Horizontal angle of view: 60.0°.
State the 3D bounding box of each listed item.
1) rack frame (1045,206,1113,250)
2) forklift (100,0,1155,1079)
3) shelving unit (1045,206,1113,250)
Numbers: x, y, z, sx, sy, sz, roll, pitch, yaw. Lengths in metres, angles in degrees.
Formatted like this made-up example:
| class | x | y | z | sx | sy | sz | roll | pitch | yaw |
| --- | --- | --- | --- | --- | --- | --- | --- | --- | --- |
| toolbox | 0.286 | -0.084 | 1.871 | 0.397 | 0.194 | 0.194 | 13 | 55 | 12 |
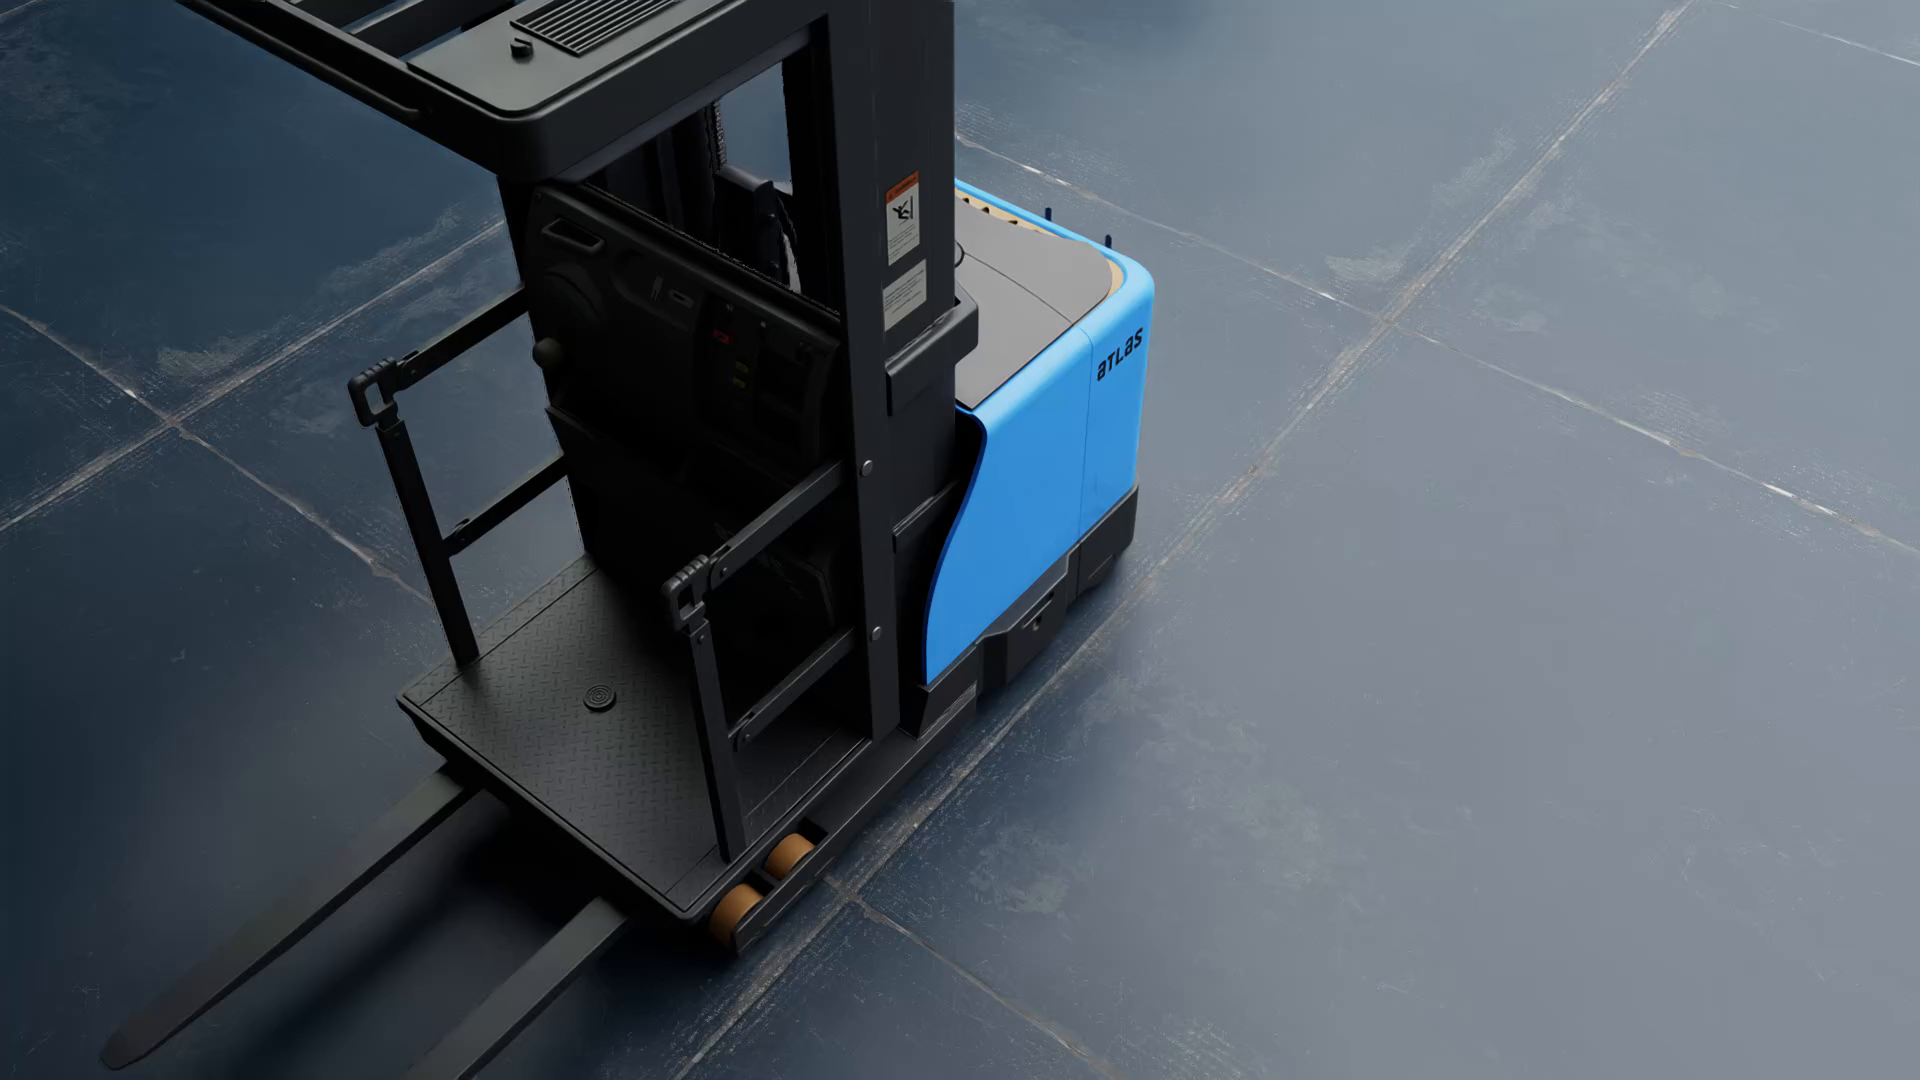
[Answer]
| class | x | y | z | sx | sy | sz | roll | pitch | yaw |
| --- | --- | --- | --- | --- | --- | --- | --- | --- | --- |
| rack frame | 0.350 | -0.628 | 5.228 | 0.240 | 0.900 | 0.006 | 30 | 53 | 26 |
| forklift | -0.771 | -0.381 | 3.587 | 1.130 | 2.935 | 3.031 | 30 | 53 | 26 |
| shelving unit | 0.287 | -0.571 | 5.173 | 0.258 | 0.900 | 0.210 | 30 | 53 | 26 |
